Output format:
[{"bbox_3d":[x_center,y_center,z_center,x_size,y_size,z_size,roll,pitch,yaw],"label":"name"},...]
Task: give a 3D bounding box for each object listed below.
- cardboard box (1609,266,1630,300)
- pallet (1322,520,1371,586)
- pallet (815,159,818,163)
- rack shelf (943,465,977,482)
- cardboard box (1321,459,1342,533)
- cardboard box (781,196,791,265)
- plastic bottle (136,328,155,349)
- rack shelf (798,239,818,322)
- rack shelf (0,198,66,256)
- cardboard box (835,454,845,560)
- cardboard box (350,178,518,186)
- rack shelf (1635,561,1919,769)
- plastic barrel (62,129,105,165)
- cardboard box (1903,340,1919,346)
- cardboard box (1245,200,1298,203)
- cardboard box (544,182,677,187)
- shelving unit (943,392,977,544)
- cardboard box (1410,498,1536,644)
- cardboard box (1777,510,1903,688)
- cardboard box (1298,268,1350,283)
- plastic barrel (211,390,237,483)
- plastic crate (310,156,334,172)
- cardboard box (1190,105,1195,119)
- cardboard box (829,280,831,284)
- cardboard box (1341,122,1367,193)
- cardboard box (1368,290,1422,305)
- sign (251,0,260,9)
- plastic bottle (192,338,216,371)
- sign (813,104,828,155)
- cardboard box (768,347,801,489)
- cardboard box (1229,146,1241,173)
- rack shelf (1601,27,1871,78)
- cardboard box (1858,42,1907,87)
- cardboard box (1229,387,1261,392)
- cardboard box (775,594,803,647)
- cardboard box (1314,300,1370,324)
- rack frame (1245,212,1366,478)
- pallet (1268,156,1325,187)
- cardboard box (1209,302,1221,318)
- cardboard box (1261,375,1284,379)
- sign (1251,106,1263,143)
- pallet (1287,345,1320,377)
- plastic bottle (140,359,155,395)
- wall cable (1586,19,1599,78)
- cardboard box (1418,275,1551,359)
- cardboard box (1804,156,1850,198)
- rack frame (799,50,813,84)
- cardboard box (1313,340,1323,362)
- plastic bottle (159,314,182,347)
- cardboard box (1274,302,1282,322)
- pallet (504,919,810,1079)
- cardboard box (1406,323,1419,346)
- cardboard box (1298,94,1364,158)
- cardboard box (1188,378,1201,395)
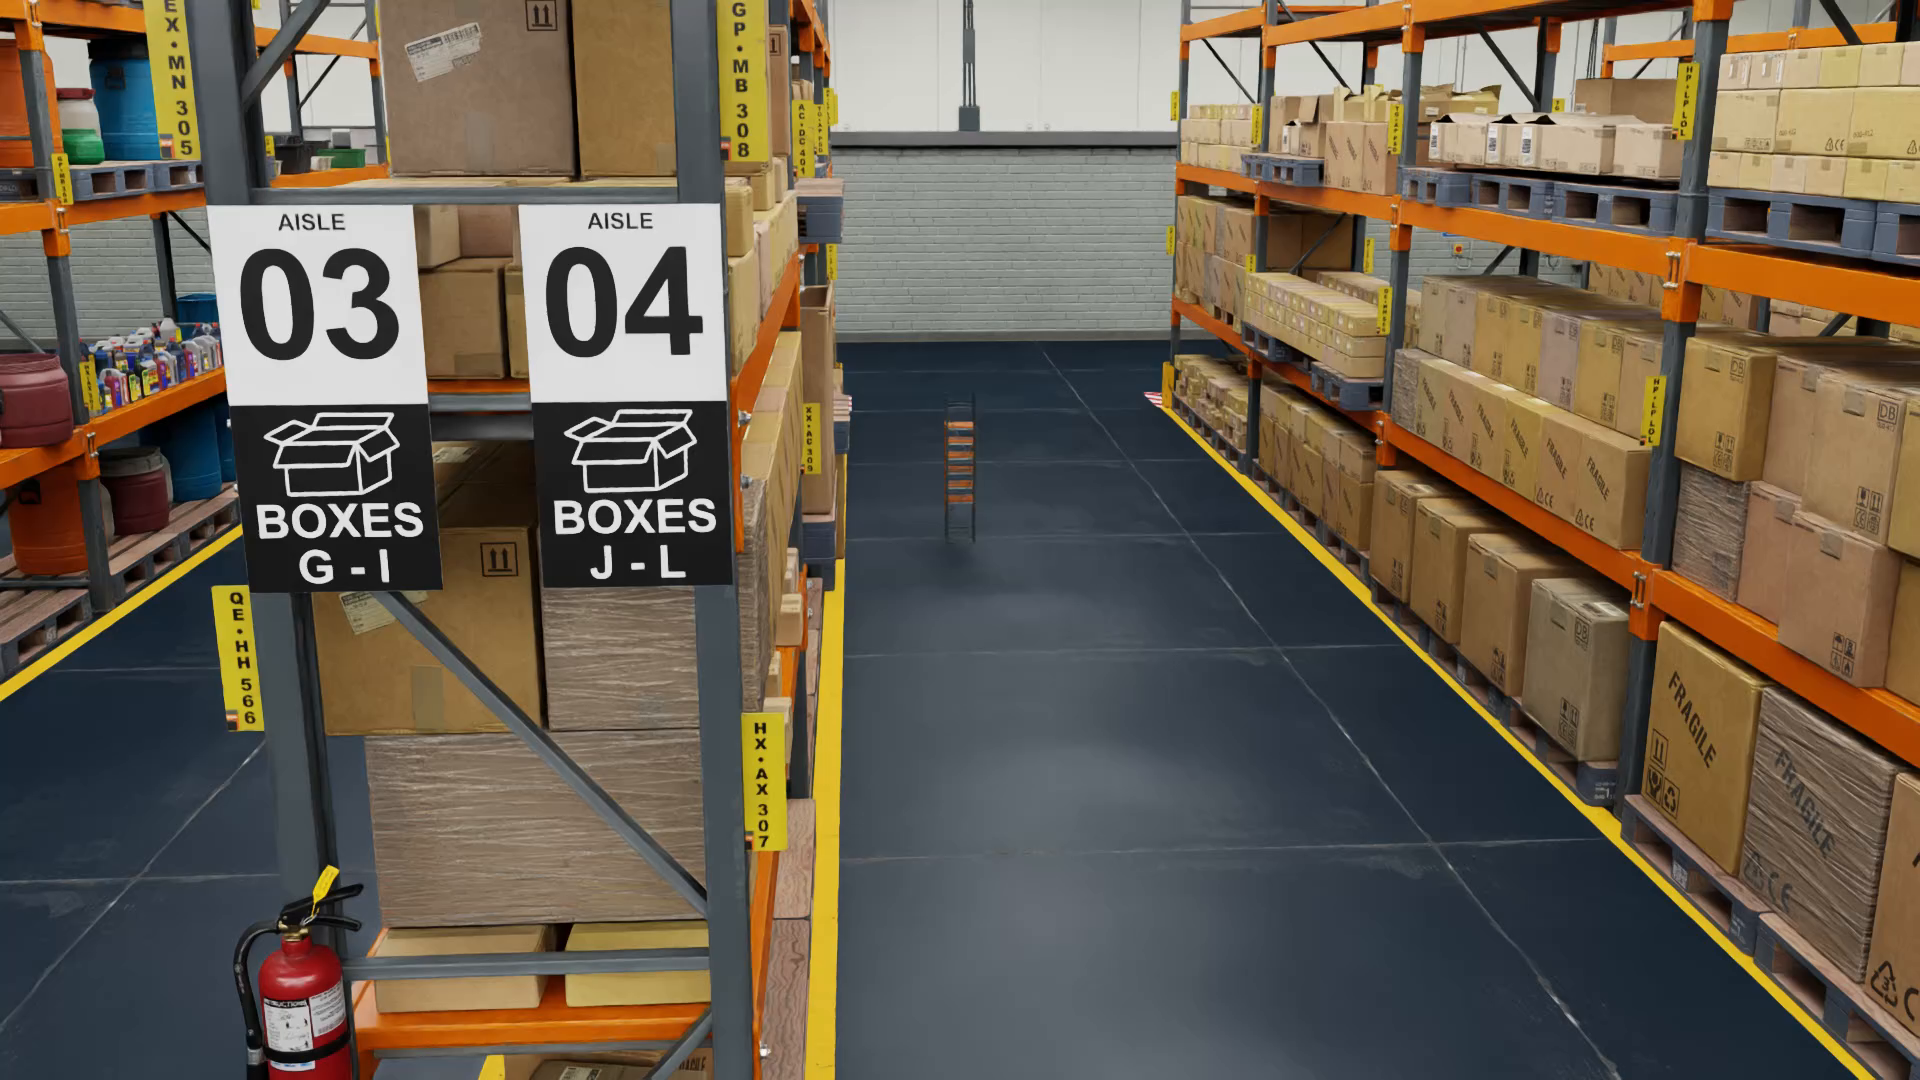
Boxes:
[{"bbox_3d":[7.724,-2.967,18.836,0.500,0.500,0.500,-1,14,-4],"label":"cardboard box"},{"bbox_3d":[3.436,0.080,12.793,1.003,0.211,1.213,-1,14,-3],"label":"pallet"},{"bbox_3d":[-1.638,-2.824,12.840,1.003,0.211,1.213,0,14,-1],"label":"pallet"},{"bbox_3d":[0.001,-0.534,13.374,0.258,0.103,0.180,-1,14,-3],"label":"rack shelf"},{"bbox_3d":[3.153,-0.358,13.072,0.500,0.500,0.500,0,14,-1],"label":"cardboard box"},{"bbox_3d":[-0.915,-1.171,6.338,0.500,0.250,0.500,-1,14,-2],"label":"cardboard box"},{"bbox_3d":[-6.993,-1.671,14.251,0.152,0.276,0.135,-1,14,-3],"label":"plastic bottle"},{"bbox_3d":[-1.349,-1.632,9.273,1.077,0.370,4.000,-1,14,-3],"label":"rack shelf"},{"bbox_3d":[-6.293,-1.555,8.976,1.077,0.370,4.000,-1,14,-3],"label":"rack shelf"},{"bbox_3d":[-1.495,-0.371,12.371,1.225,0.875,0.875,-2,15,-6],"label":"cardboard box"},{"bbox_3d":[-1.371,-0.868,4.360,0.380,0.149,0.250,-1,14,-3],"label":"cardboard box"},{"bbox_3d":[3.855,0.764,5.980,1.077,0.370,4.000,-1,14,-3],"label":"rack shelf"},{"bbox_3d":[-6.253,-2.796,11.824,0.294,0.245,0.294,0,14,0],"label":"plastic barrel"},{"bbox_3d":[8.065,-1.479,13.557,0.500,0.250,0.500,-1,14,-4],"label":"cardboard box"},{"bbox_3d":[3.337,-3.378,17.829,0.500,0.500,0.500,0,14,-1],"label":"cardboard box"},{"bbox_3d":[-0.822,-0.807,4.126,0.380,0.149,0.250,-1,14,-4],"label":"cardboard box"},{"bbox_3d":[0.001,-0.577,13.363,0.258,1.200,0.189,-1,14,-3],"label":"shelving unit"},{"bbox_3d":[3.489,0.180,10.479,1.050,0.750,0.750,-1,14,-3],"label":"cardboard box"},{"bbox_3d":[3.739,0.210,6.390,0.875,0.550,0.550,-1,14,-3],"label":"cardboard box"},{"bbox_3d":[3.456,-2.391,16.001,0.500,0.500,0.500,-1,14,-4],"label":"cardboard box"},{"bbox_3d":[-6.648,-0.995,14.741,0.600,0.901,0.708,-1,14,-3],"label":"plastic barrel"},{"bbox_3d":[-6.537,-3.753,16.602,0.437,0.136,0.530,-1,14,-3],"label":"plastic crate"},{"bbox_3d":[2.722,-4.665,18.115,0.380,0.149,0.250,-1,14,-4],"label":"cardboard box"},{"bbox_3d":[-1.518,-2.700,16.199,0.500,0.500,0.500,-1,14,-3],"label":"cardboard box"},{"bbox_3d":[3.150,-2.840,12.323,0.500,0.500,0.500,-1,14,-3],"label":"cardboard box"},{"bbox_3d":[3.553,-1.953,13.565,0.380,0.149,0.250,-1,14,-4],"label":"cardboard box"},{"bbox_3d":[-6.115,-4.755,14.369,0.100,0.325,0.005,-1,14,-3],"label":"sign"},{"bbox_3d":[-6.255,-1.540,13.742,0.152,0.276,0.135,-1,14,-3],"label":"plastic bottle"},{"bbox_3d":[-0.932,-2.736,11.082,0.100,0.325,0.005,-1,14,-3],"label":"sign"},{"bbox_3d":[-0.891,-0.475,6.548,0.500,0.500,0.500,-1,14,-3],"label":"cardboard box"},{"bbox_3d":[2.916,-3.693,16.143,0.500,0.250,0.500,-1,14,-4],"label":"cardboard box"},{"bbox_3d":[8.046,-5.033,17.276,1.077,0.370,4.000,-1,14,-3],"label":"rack shelf"},{"bbox_3d":[3.480,-1.701,5.959,0.380,0.149,0.250,-1,14,-3],"label":"cardboard box"},{"bbox_3d":[2.938,-1.457,16.854,0.380,0.149,0.250,0,14,-2],"label":"cardboard box"},{"bbox_3d":[-0.830,0.326,6.742,0.380,0.149,0.250,-1,14,-3],"label":"cardboard box"},{"bbox_3d":[2.946,-1.755,12.795,0.380,0.149,0.250,0,14,-2],"label":"cardboard box"},{"bbox_3d":[3.236,-2.071,15.556,1.000,3.000,0.127,-1,14,-3],"label":"rack frame"},{"bbox_3d":[3.235,-3.020,13.601,1.213,0.211,1.003,-1,14,-3],"label":"pallet"},{"bbox_3d":[2.816,-2.405,17.357,0.380,0.149,0.250,-1,14,-2],"label":"cardboard box"},{"bbox_3d":[3.350,-1.660,17.643,0.380,0.149,0.250,-1,14,-3],"label":"cardboard box"},{"bbox_3d":[2.694,-3.764,15.078,0.100,0.325,0.005,-1,14,-3],"label":"sign"},{"bbox_3d":[3.320,-1.475,13.625,1.003,0.211,1.213,-1,14,-3],"label":"pallet"},{"bbox_3d":[-6.152,-1.234,12.559,0.097,0.271,0.097,0,14,0],"label":"plastic bottle"},{"bbox_3d":[10.822,-7.546,24.720,2.988,3.039,0.133,-1,14,-3],"label":"wall cable"},{"bbox_3d":[3.501,-1.497,11.118,0.700,0.500,0.500,-1,14,-4],"label":"cardboard box"},{"bbox_3d":[3.462,-1.380,6.310,0.380,0.149,0.250,-1,14,-4],"label":"cardboard box"},{"bbox_3d":[-1.473,-3.930,10.742,1.000,3.000,0.127,-1,14,-3],"label":"rack frame"},{"bbox_3d":[2.952,-1.461,12.848,0.380,0.149,0.250,-1,14,-4],"label":"cardboard box"},{"bbox_3d":[-6.964,-1.817,14.667,0.144,0.351,0.185,-1,14,-3],"label":"plastic bottle"},{"bbox_3d":[2.871,-1.932,14.078,0.380,0.149,0.250,0,14,-1],"label":"cardboard box"},{"bbox_3d":[-1.070,1.791,6.142,1.003,0.211,1.213,-1,14,-3],"label":"pallet"},{"bbox_3d":[3.615,-1.559,12.631,0.380,0.149,0.250,-1,14,-5],"label":"cardboard box"},{"bbox_3d":[3.200,-3.391,13.616,0.797,0.503,0.637,-1,14,-4],"label":"cardboard box"},{"bbox_3d":[2.736,-1.705,18.413,0.380,0.149,0.250,0,14,-2],"label":"cardboard box"}]
